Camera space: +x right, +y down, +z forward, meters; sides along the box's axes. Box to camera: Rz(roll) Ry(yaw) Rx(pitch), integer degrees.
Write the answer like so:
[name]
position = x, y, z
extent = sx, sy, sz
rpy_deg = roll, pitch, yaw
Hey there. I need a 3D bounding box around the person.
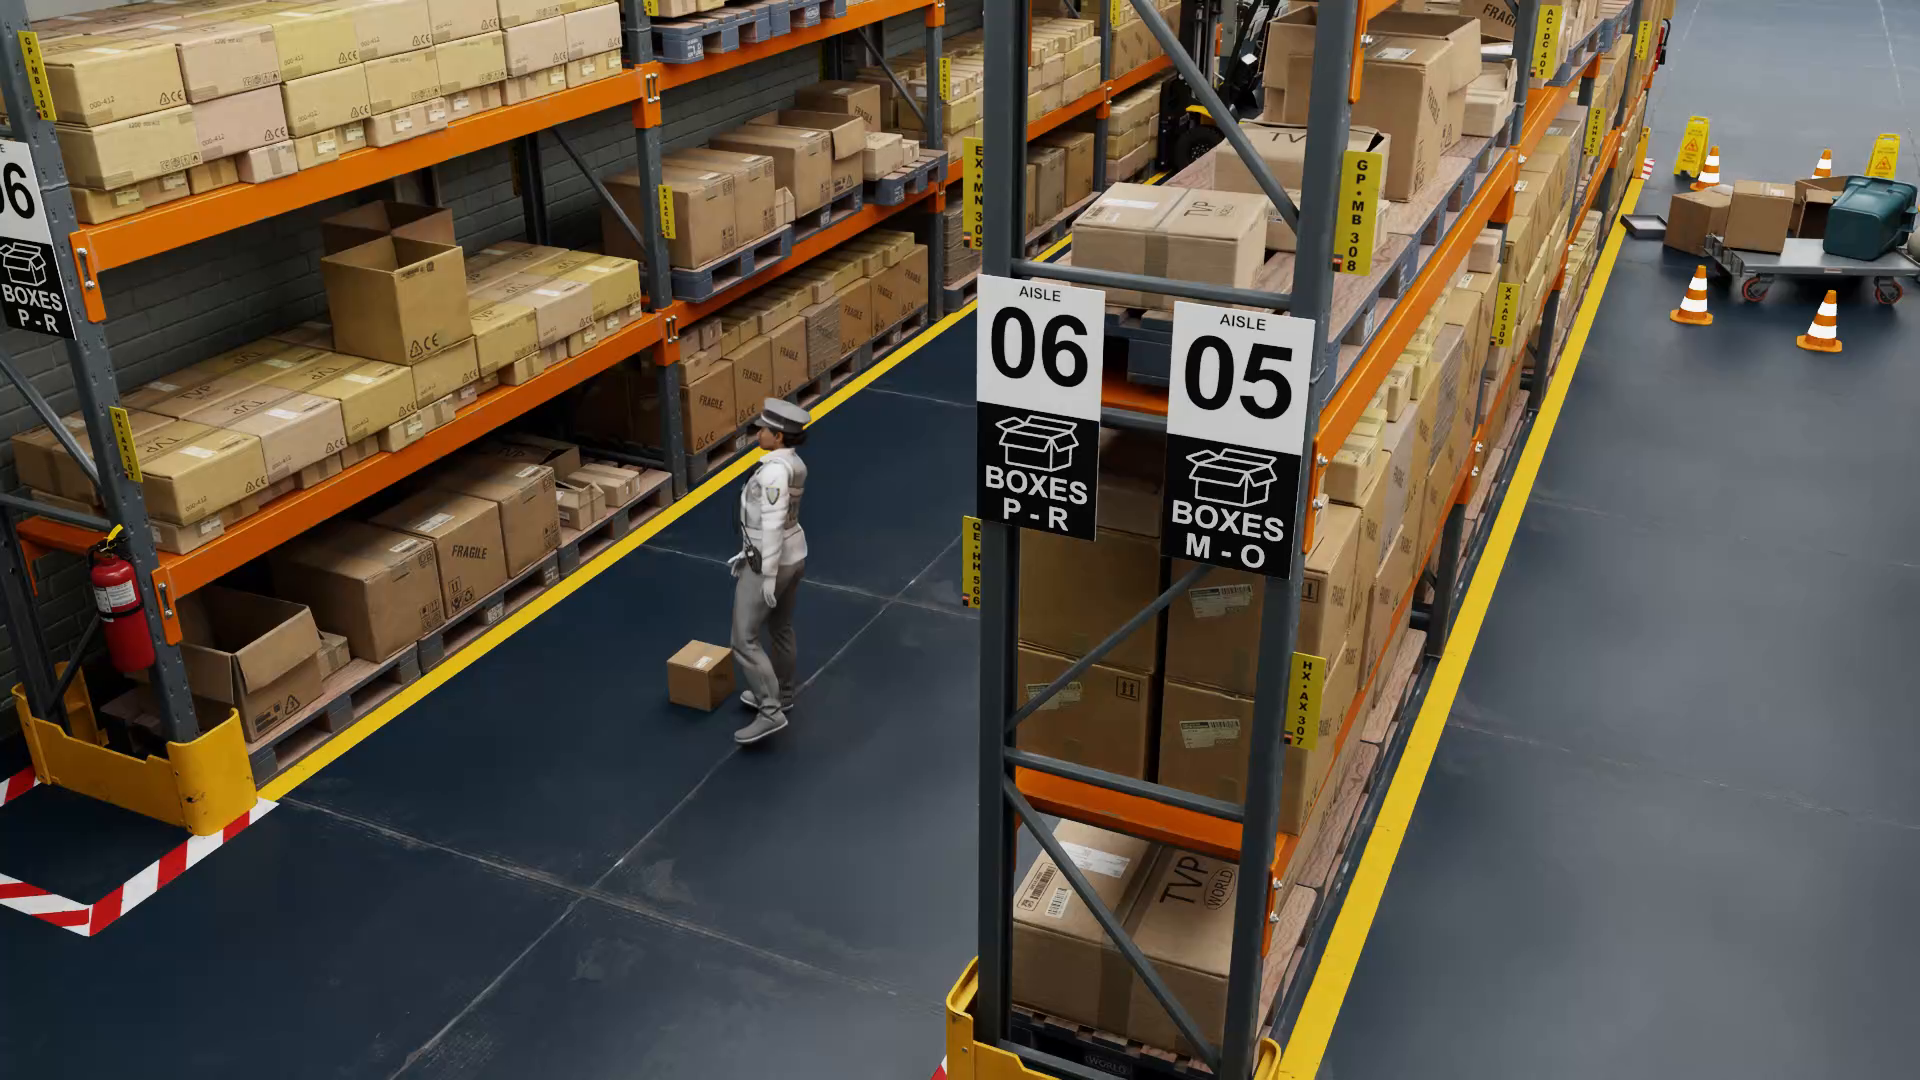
[person]
position = -1.002, 0.155, 8.238
extent = 0.485, 1.686, 0.717
rpy_deg = 9, 28, 18
